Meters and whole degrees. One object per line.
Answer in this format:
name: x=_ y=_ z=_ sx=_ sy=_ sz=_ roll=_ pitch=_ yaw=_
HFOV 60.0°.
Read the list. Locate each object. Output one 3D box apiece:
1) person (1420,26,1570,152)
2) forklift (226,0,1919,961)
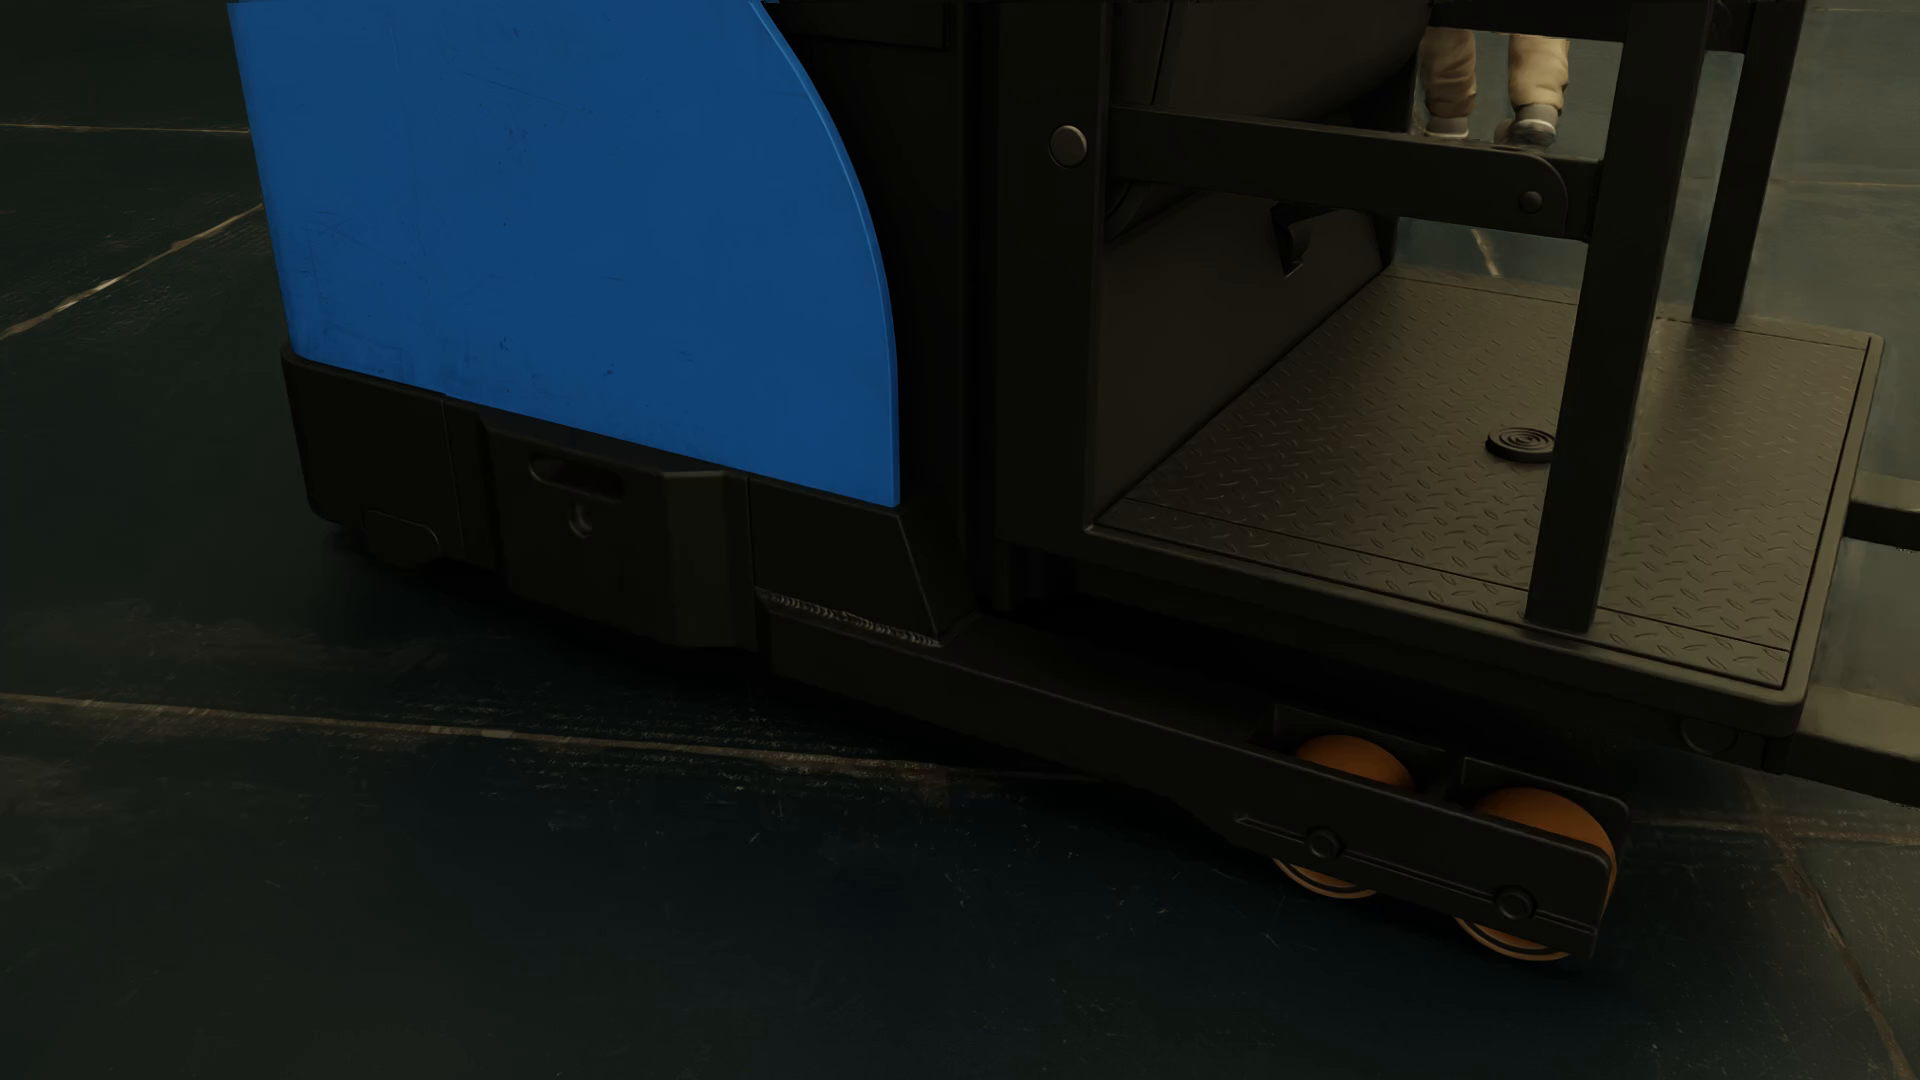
person: x=1.406 y=-1.788 z=4.270 sx=0.598 sy=1.649 sz=0.840 roll=3 pitch=27 yaw=7
forklift: x=0.572 y=-1.165 z=1.551 sx=3.031 sy=2.935 sz=1.130 roll=14 pitch=30 yaw=26
